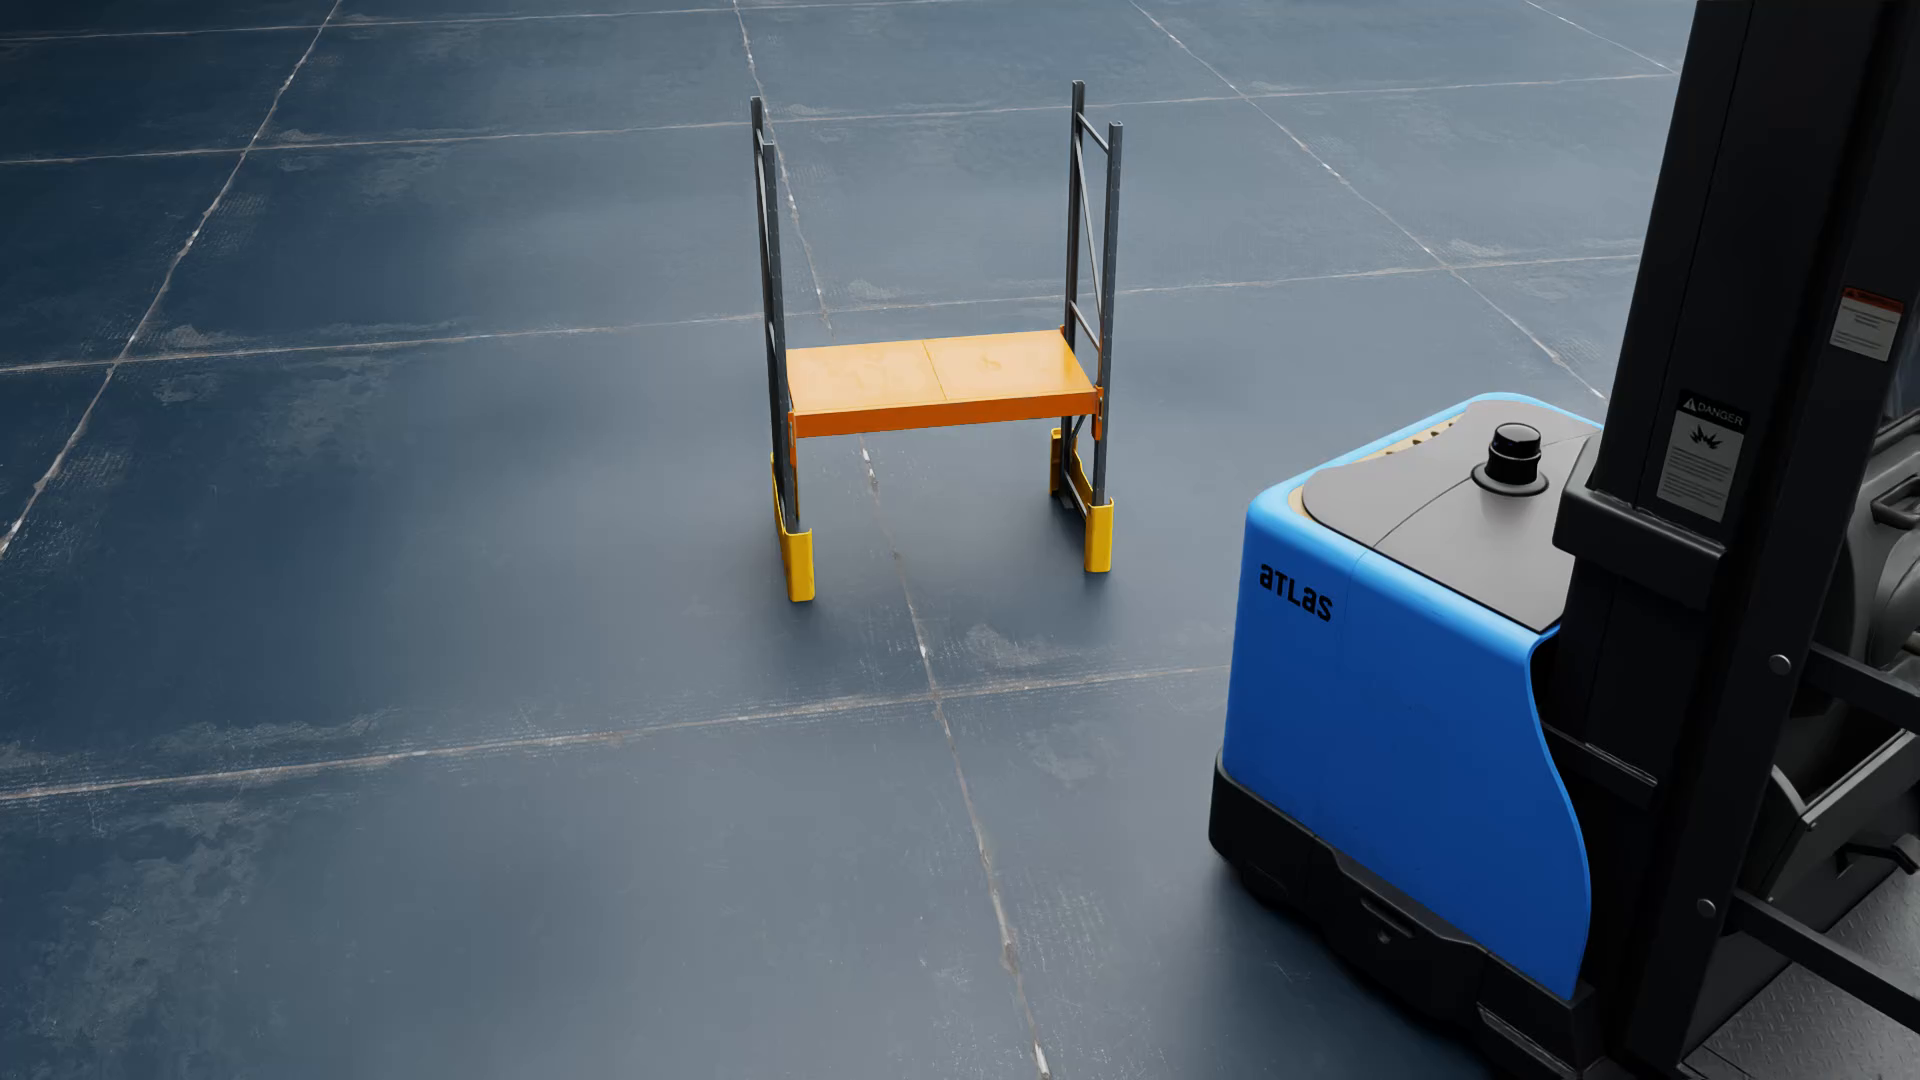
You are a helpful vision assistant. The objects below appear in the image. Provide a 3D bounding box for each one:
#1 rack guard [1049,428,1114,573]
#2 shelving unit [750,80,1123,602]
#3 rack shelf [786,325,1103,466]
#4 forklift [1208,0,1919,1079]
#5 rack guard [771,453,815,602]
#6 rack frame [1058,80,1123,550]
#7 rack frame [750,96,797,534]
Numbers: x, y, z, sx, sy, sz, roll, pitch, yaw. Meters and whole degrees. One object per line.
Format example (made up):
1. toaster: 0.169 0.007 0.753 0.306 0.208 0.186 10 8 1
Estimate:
1. rack guard: 0.415 -0.146 5.752 0.087 0.250 0.587 -5 31 -9
2. shelving unit: -0.075 -0.640 5.358 1.083 1.500 0.587 -5 31 -9
3. rack shelf: -0.084 -0.484 5.448 1.000 0.185 0.538 -5 31 -9
4. forklift: 1.958 -0.009 2.874 1.130 2.935 3.031 -22 37 -33
5. rack guard: -0.565 -0.055 5.597 0.087 0.250 0.587 -5 31 -9
6. rack frame: 0.416 -0.685 5.436 0.032 1.500 0.500 -5 31 -9
7. rack frame: -0.584 -0.592 5.278 0.032 1.500 0.500 -5 31 -9
